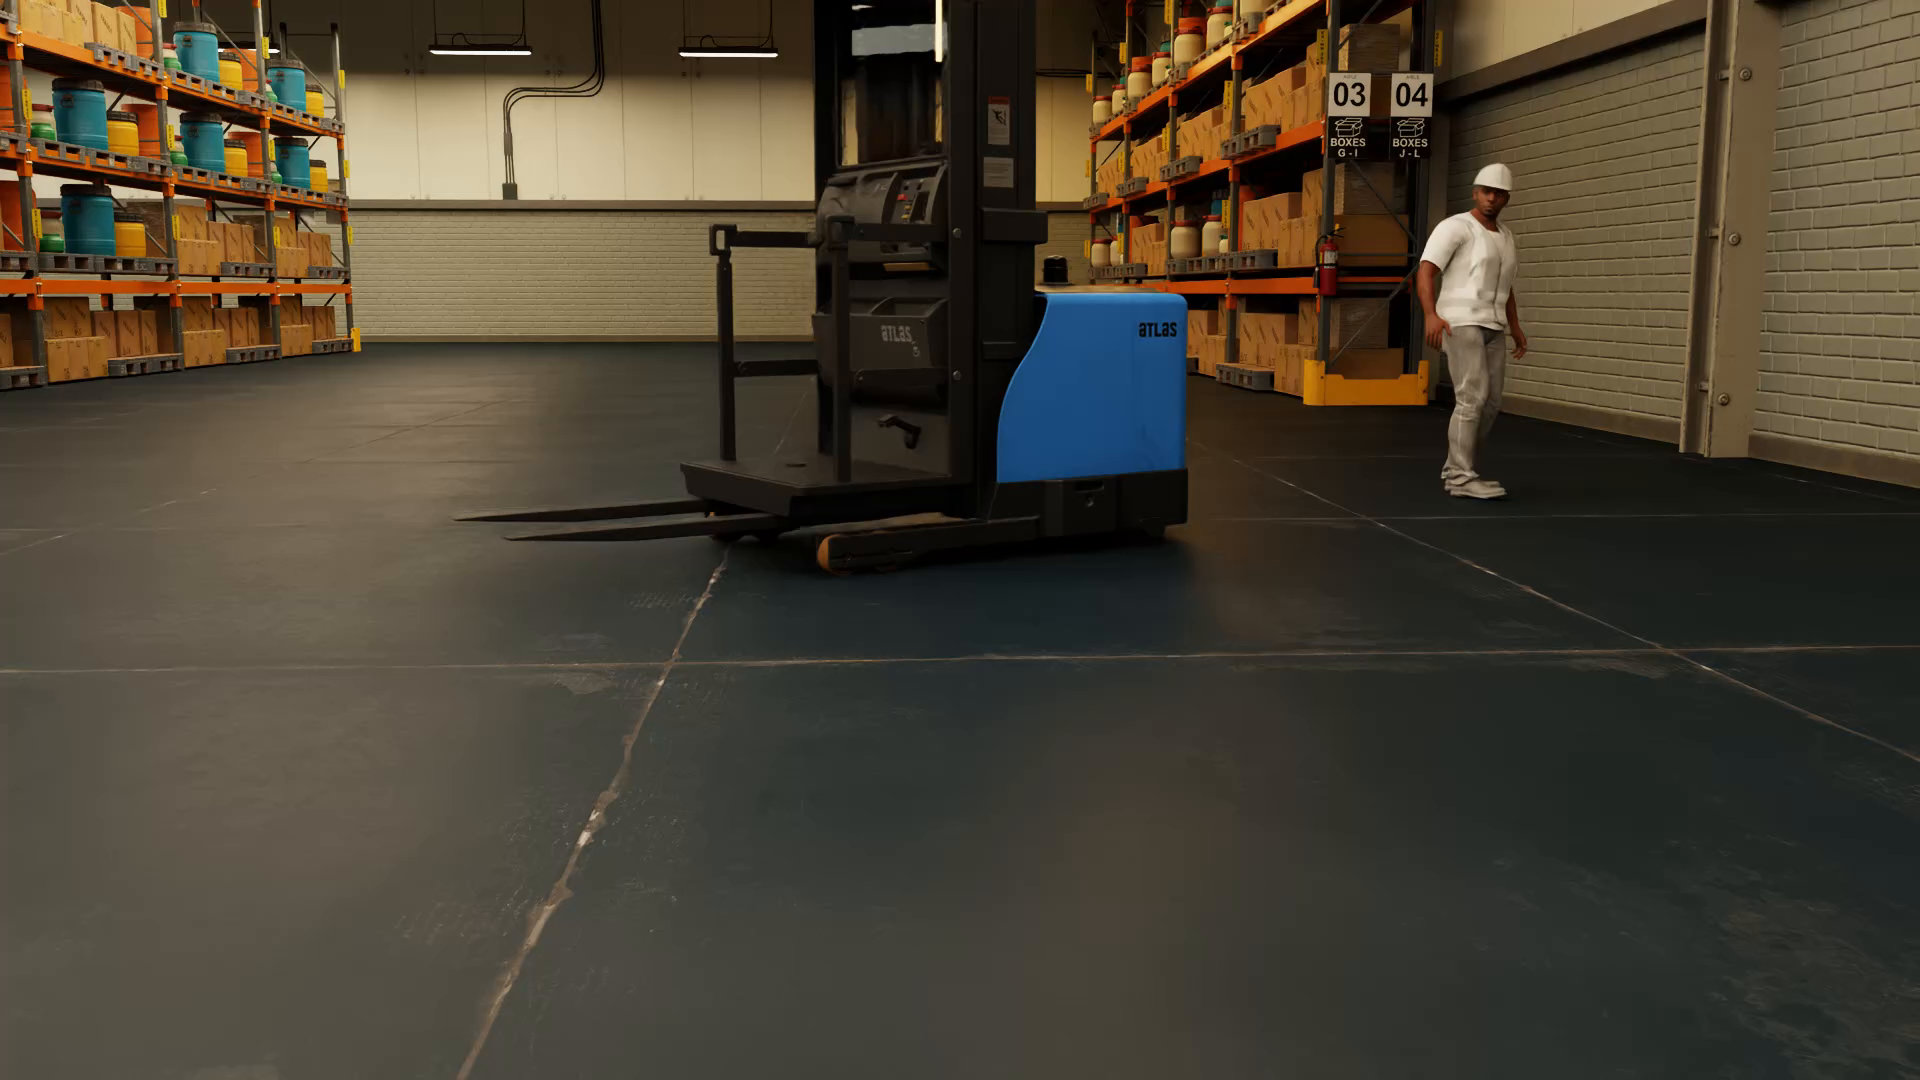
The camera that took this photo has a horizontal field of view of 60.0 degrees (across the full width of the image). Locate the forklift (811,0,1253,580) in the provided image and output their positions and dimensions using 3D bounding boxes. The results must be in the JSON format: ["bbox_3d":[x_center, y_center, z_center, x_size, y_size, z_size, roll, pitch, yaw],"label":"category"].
[{"bbox_3d":[0.196,-1.360,6.489,1.130,2.935,3.031,-2,9,-16],"label":"forklift"}]

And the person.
[{"bbox_3d":[2.751,-1.126,8.877,0.558,1.771,0.372,-7,11,-41],"label":"person"}]
